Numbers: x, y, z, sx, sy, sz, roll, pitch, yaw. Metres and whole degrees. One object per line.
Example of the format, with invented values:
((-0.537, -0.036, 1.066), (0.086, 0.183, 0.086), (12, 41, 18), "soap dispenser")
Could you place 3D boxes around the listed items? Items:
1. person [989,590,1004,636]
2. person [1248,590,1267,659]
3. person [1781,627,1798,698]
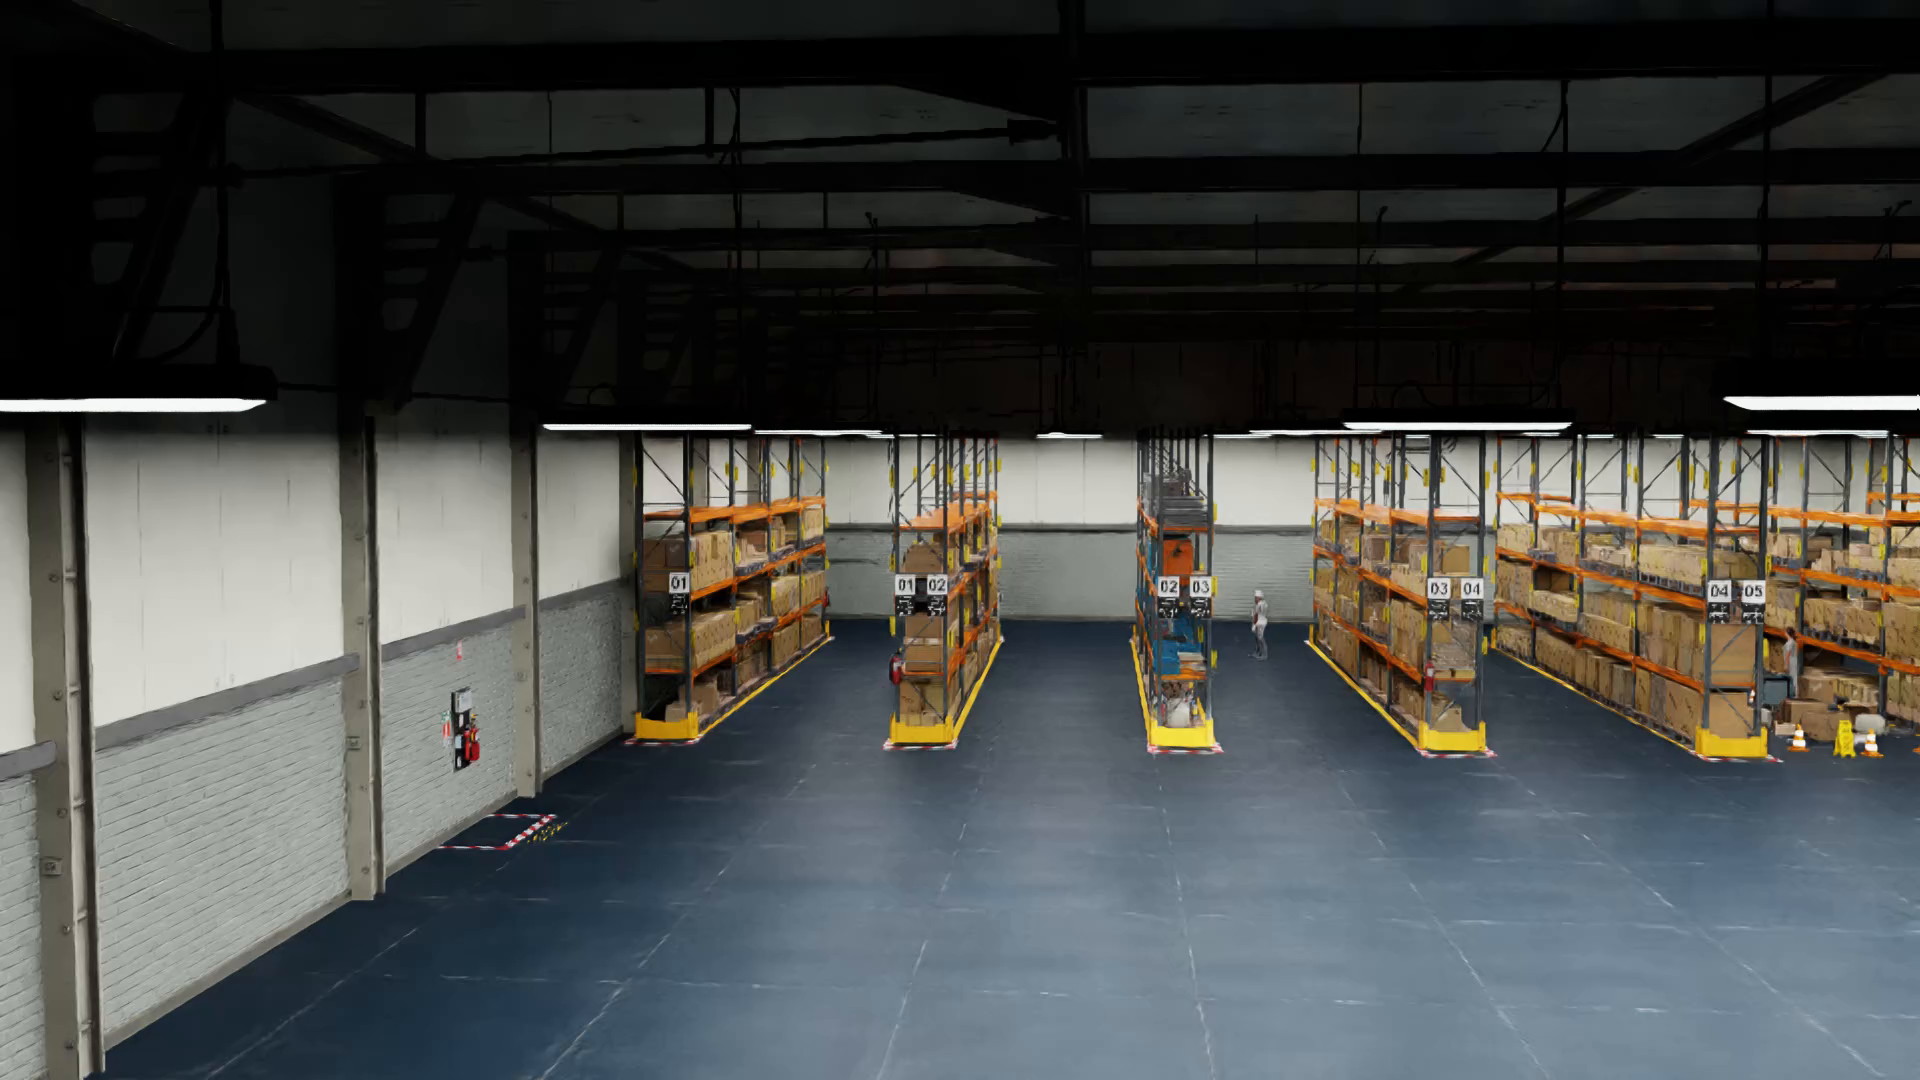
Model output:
((0.981, 1.975, 48.553), (0.497, 1.677, 0.503), (3, 4, 39), "person")
((7.782, 2.205, 43.473), (0.584, 1.782, 0.678), (2, 4, 25), "person")
((17.926, 2.707, 36.008), (0.580, 1.666, 0.576), (2, 4, 30), "person")
